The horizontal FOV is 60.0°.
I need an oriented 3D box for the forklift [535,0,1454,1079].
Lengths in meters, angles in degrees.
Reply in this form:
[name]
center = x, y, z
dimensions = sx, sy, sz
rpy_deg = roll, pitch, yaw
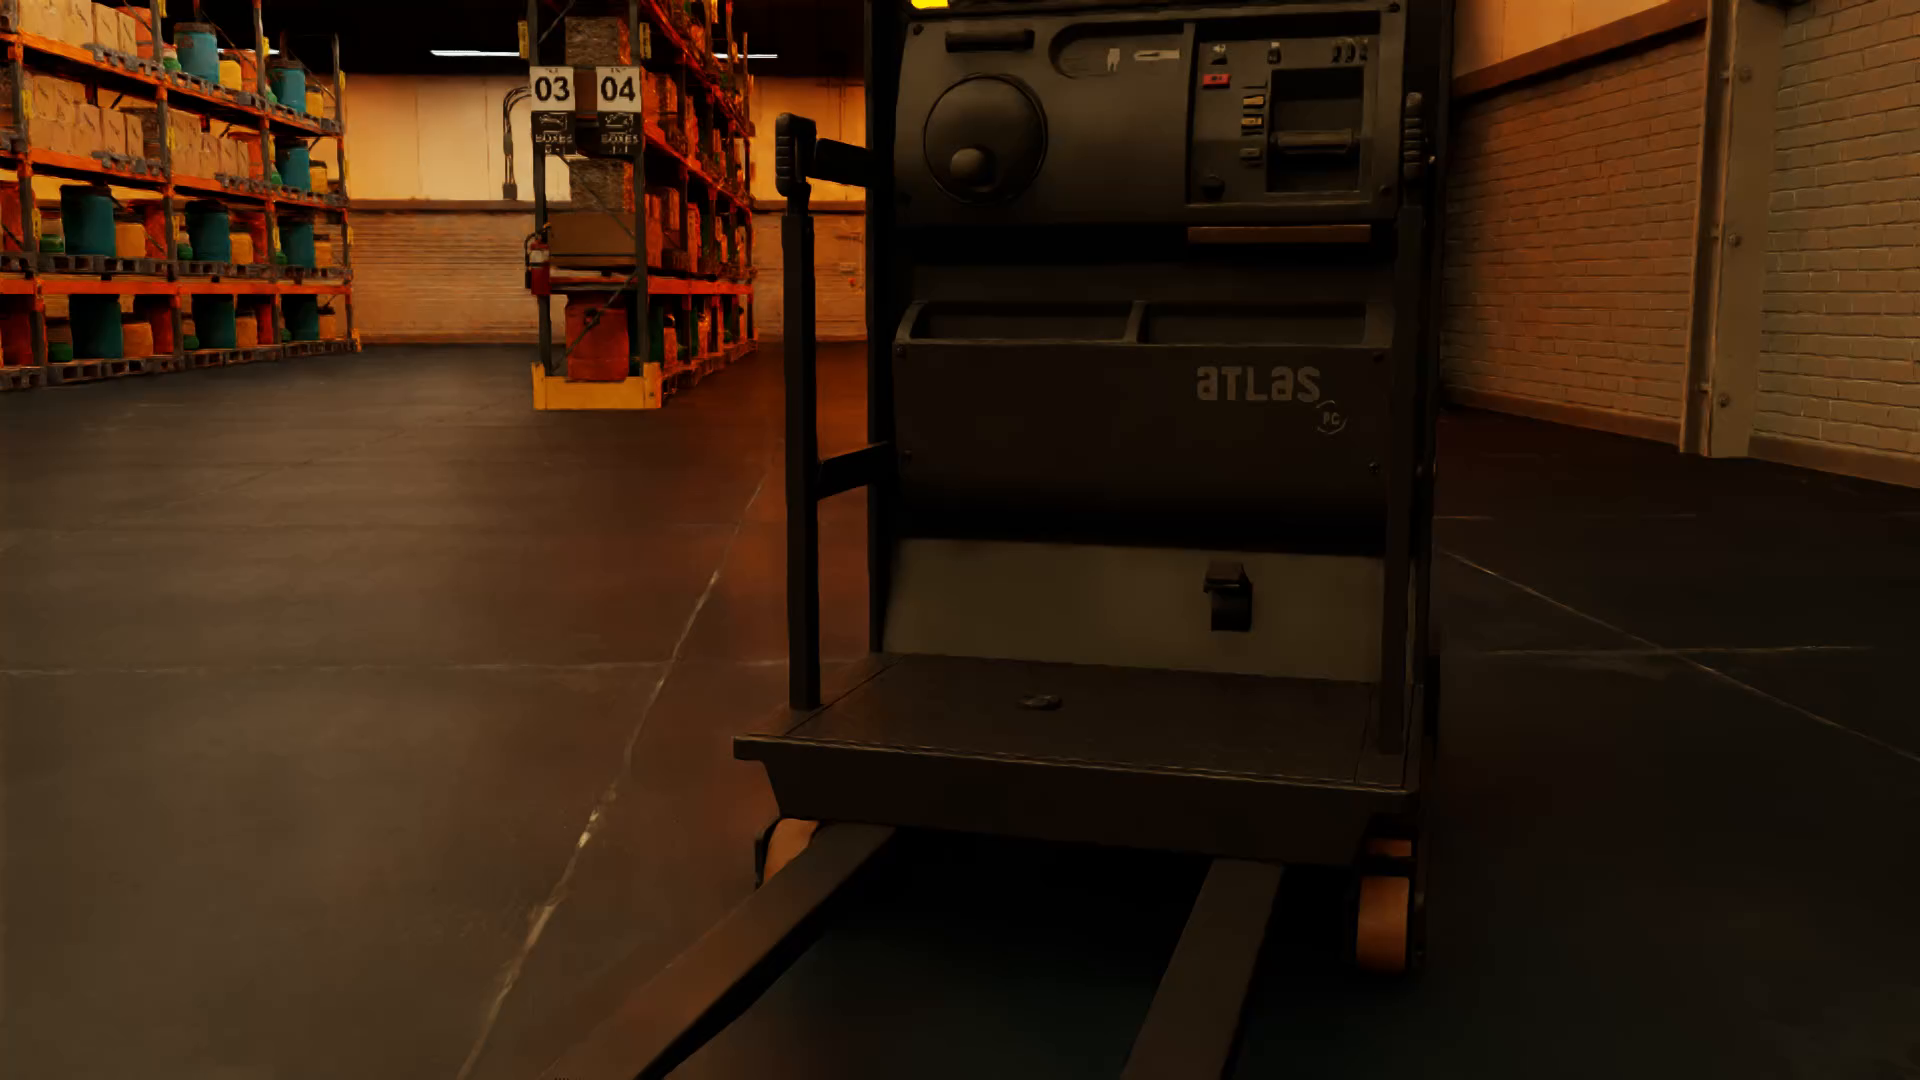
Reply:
[forklift]
center = 0.278, -0.819, 2.848
dimensions = 1.130, 2.935, 3.031
rpy_deg = 2, 9, 16
